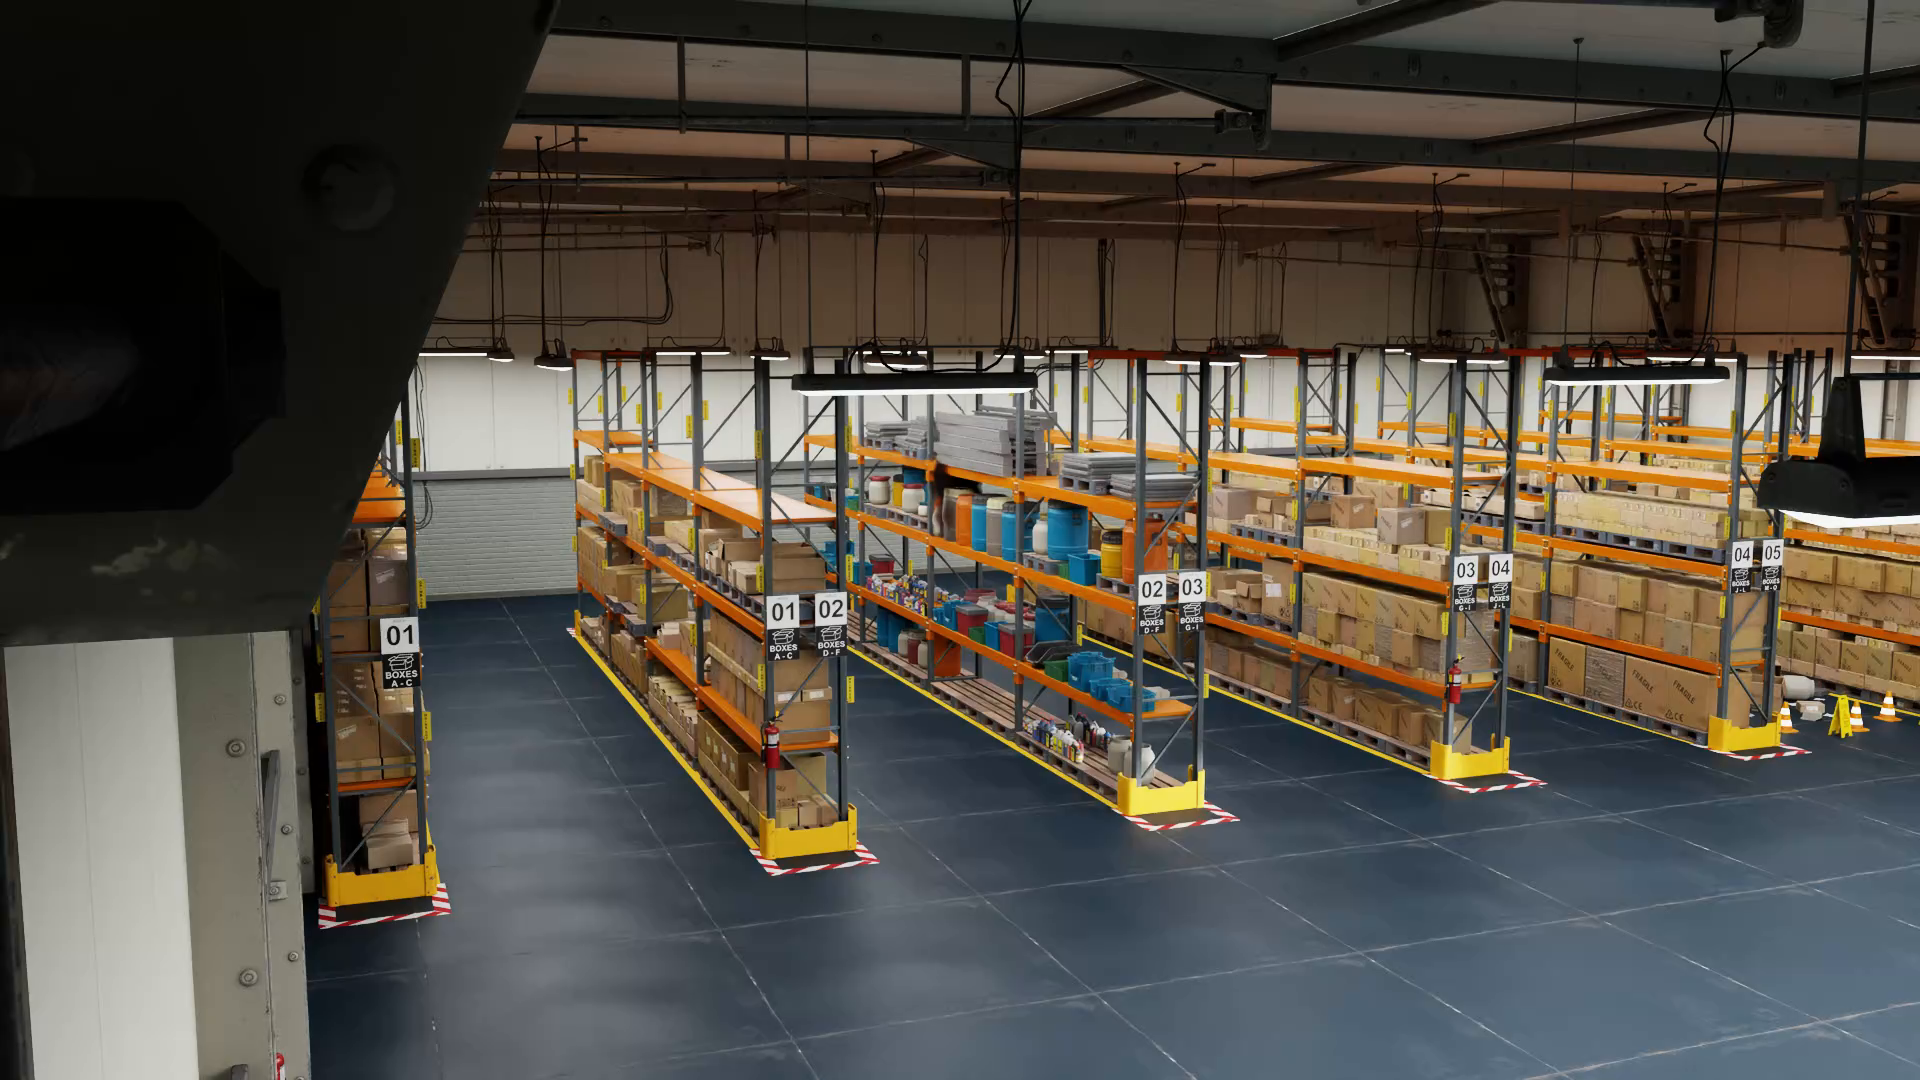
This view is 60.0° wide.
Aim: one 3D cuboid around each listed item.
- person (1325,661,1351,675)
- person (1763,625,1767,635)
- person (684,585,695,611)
[{"bbox_3d":[7.144,1.741,30.526,0.954,1.708,0.613,2,7,15],"label":"person"},{"bbox_3d":[16.103,1.472,33.309,0.600,1.483,0.774,-6,9,-40],"label":"person"},{"bbox_3d":[-5.854,1.066,35.521,0.774,1.769,0.697,7,10,43],"label":"person"}]
